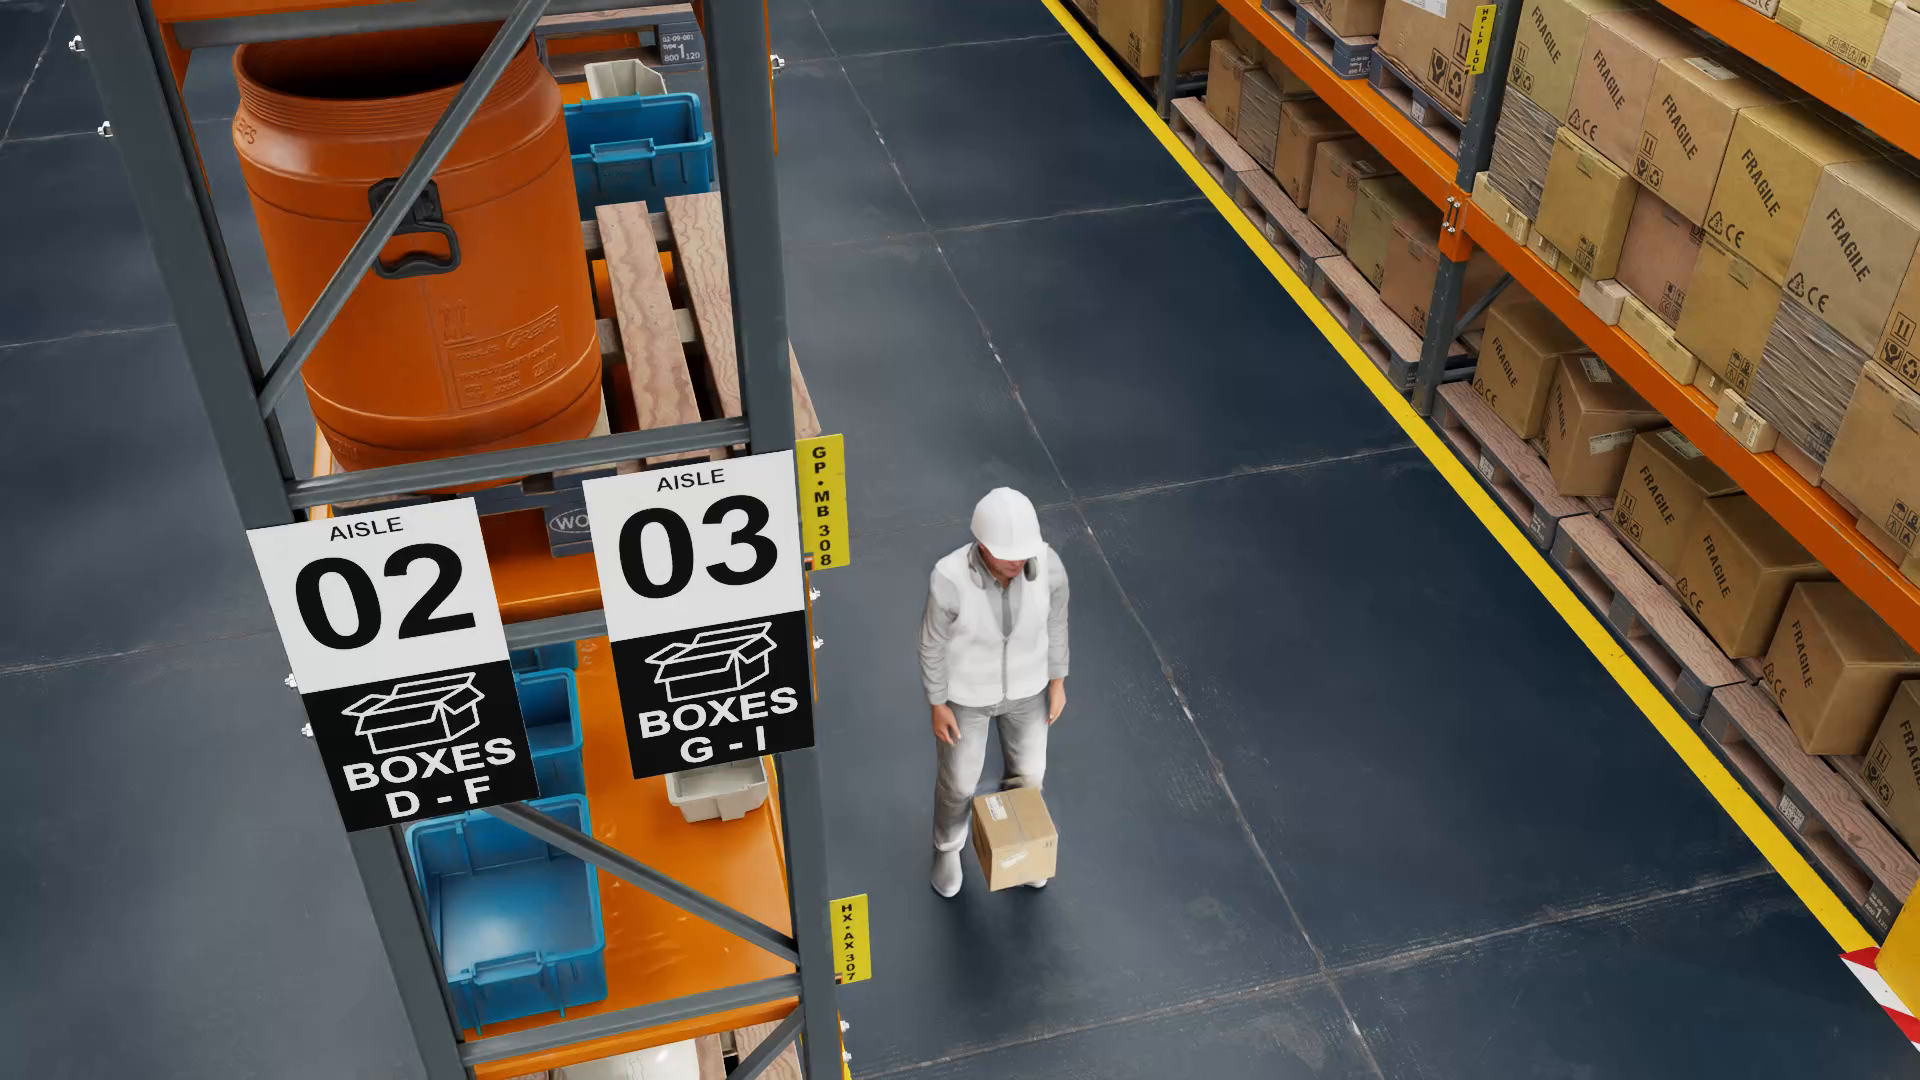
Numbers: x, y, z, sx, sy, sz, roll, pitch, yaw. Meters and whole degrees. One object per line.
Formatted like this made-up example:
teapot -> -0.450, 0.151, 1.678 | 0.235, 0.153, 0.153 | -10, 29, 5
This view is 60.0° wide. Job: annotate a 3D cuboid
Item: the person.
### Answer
person -> 0.128, 0.533, 6.007 | 0.565, 1.774, 0.473 | -10, 39, -13
